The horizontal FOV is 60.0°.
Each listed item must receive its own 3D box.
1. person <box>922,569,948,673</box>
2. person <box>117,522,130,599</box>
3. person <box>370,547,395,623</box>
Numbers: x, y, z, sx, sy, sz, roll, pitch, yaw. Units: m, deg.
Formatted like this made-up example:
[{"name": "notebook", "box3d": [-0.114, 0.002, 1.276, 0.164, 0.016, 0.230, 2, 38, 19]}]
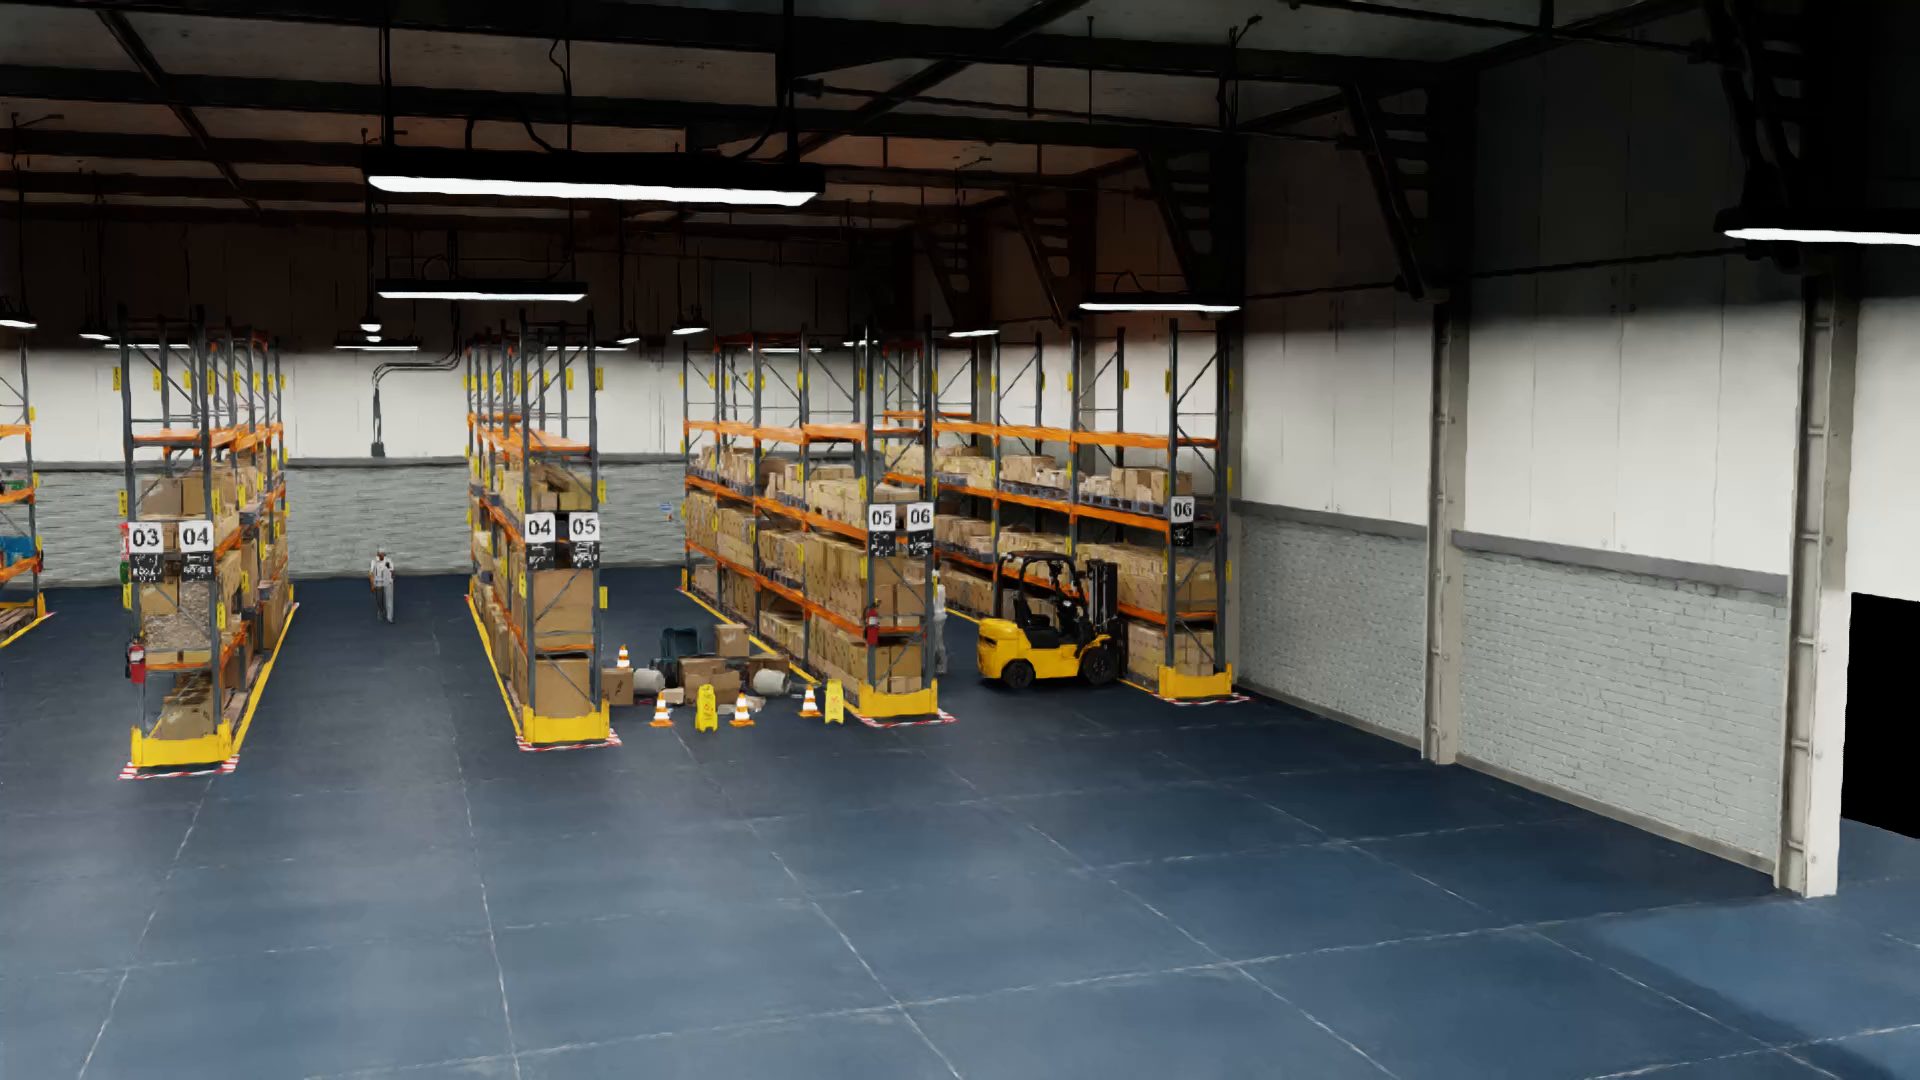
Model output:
[{"name": "person", "box3d": [-0.469, 1.380, 28.782, 0.580, 1.763, 0.673, 1, 6, 13]}, {"name": "person", "box3d": [-19.263, 0.463, 38.617, 0.569, 1.780, 0.599, 3, 6, 28]}, {"name": "person", "box3d": [-12.039, 0.914, 34.674, 0.497, 1.583, 1.090, -2, 6, -16]}]
